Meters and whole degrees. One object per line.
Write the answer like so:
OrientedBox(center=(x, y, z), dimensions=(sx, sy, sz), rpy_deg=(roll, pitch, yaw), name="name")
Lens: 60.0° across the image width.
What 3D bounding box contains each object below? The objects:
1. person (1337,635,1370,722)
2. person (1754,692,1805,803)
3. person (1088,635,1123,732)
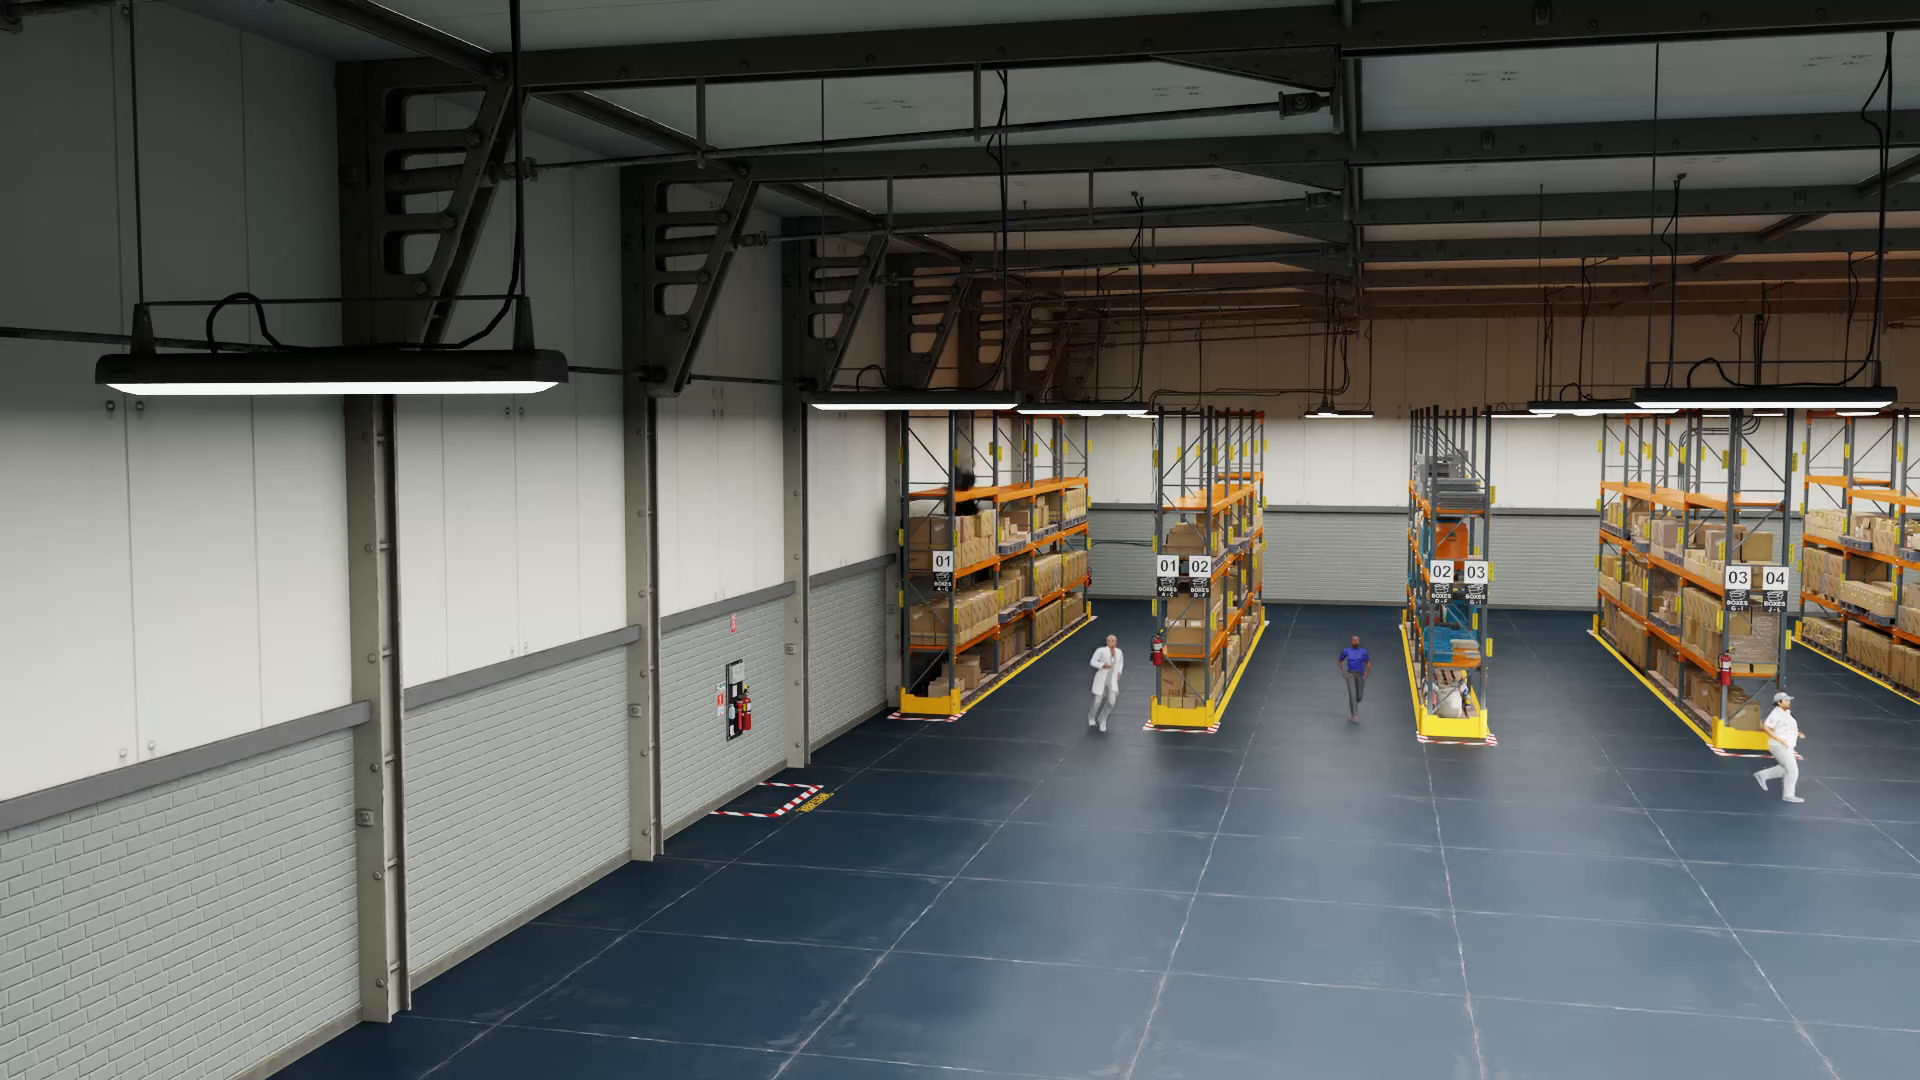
OrientedBox(center=(7.547, 2.623, 31.869), dimensions=(0.607, 1.631, 0.797), rpy_deg=(0, 4, 2), name="person")
OrientedBox(center=(12.376, 3.109, 25.092), dimensions=(0.739, 1.627, 0.617), rpy_deg=(4, 6, 44), name="person")
OrientedBox(center=(2.750, 2.654, 30.829), dimensions=(0.712, 1.795, 0.770), rpy_deg=(-1, 4, -12), name="person")
